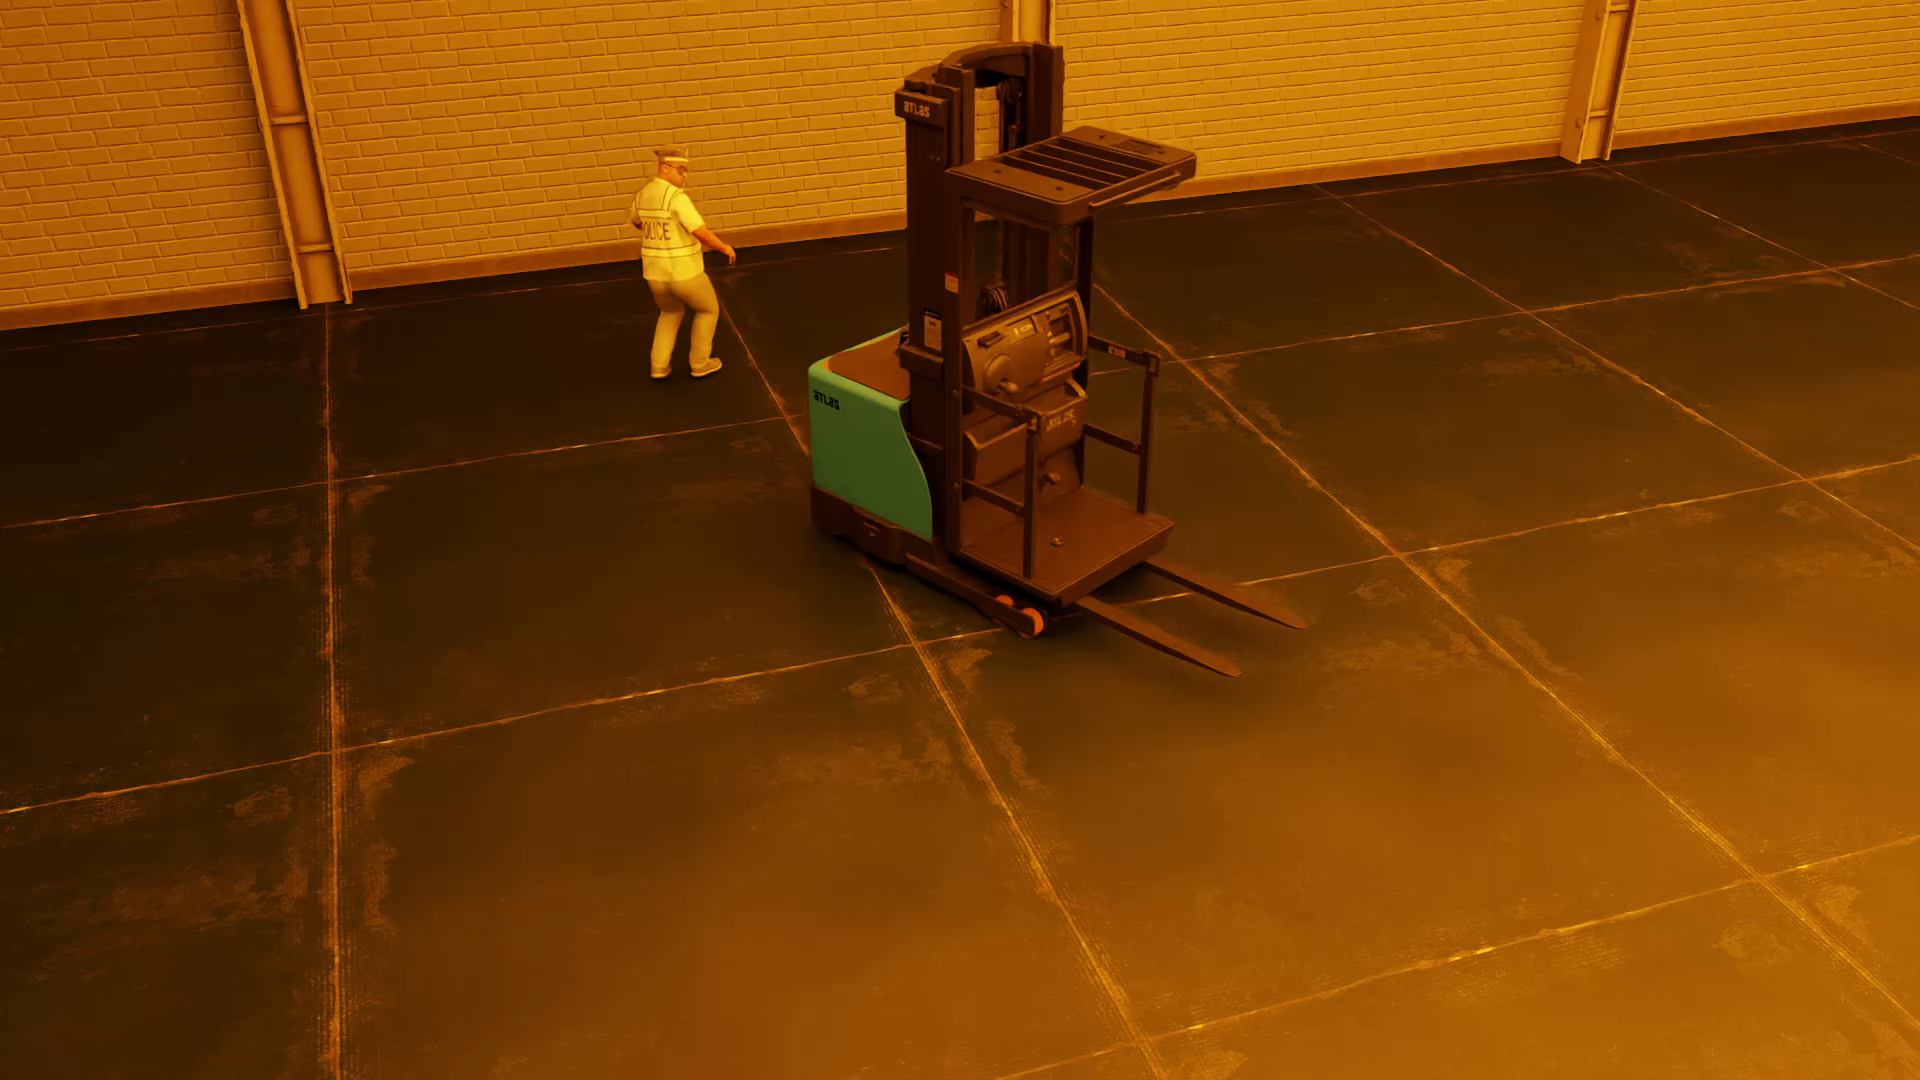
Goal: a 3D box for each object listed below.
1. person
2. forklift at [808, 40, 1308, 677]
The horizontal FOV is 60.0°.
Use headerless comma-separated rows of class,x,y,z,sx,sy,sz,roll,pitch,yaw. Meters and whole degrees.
person,-15961.636,-23636.067,41087.770,72914.213,2.654,68453.009,15,33,24
forklift,0.516,-1.027,8.872,3.031,2.935,1.130,25,38,37
